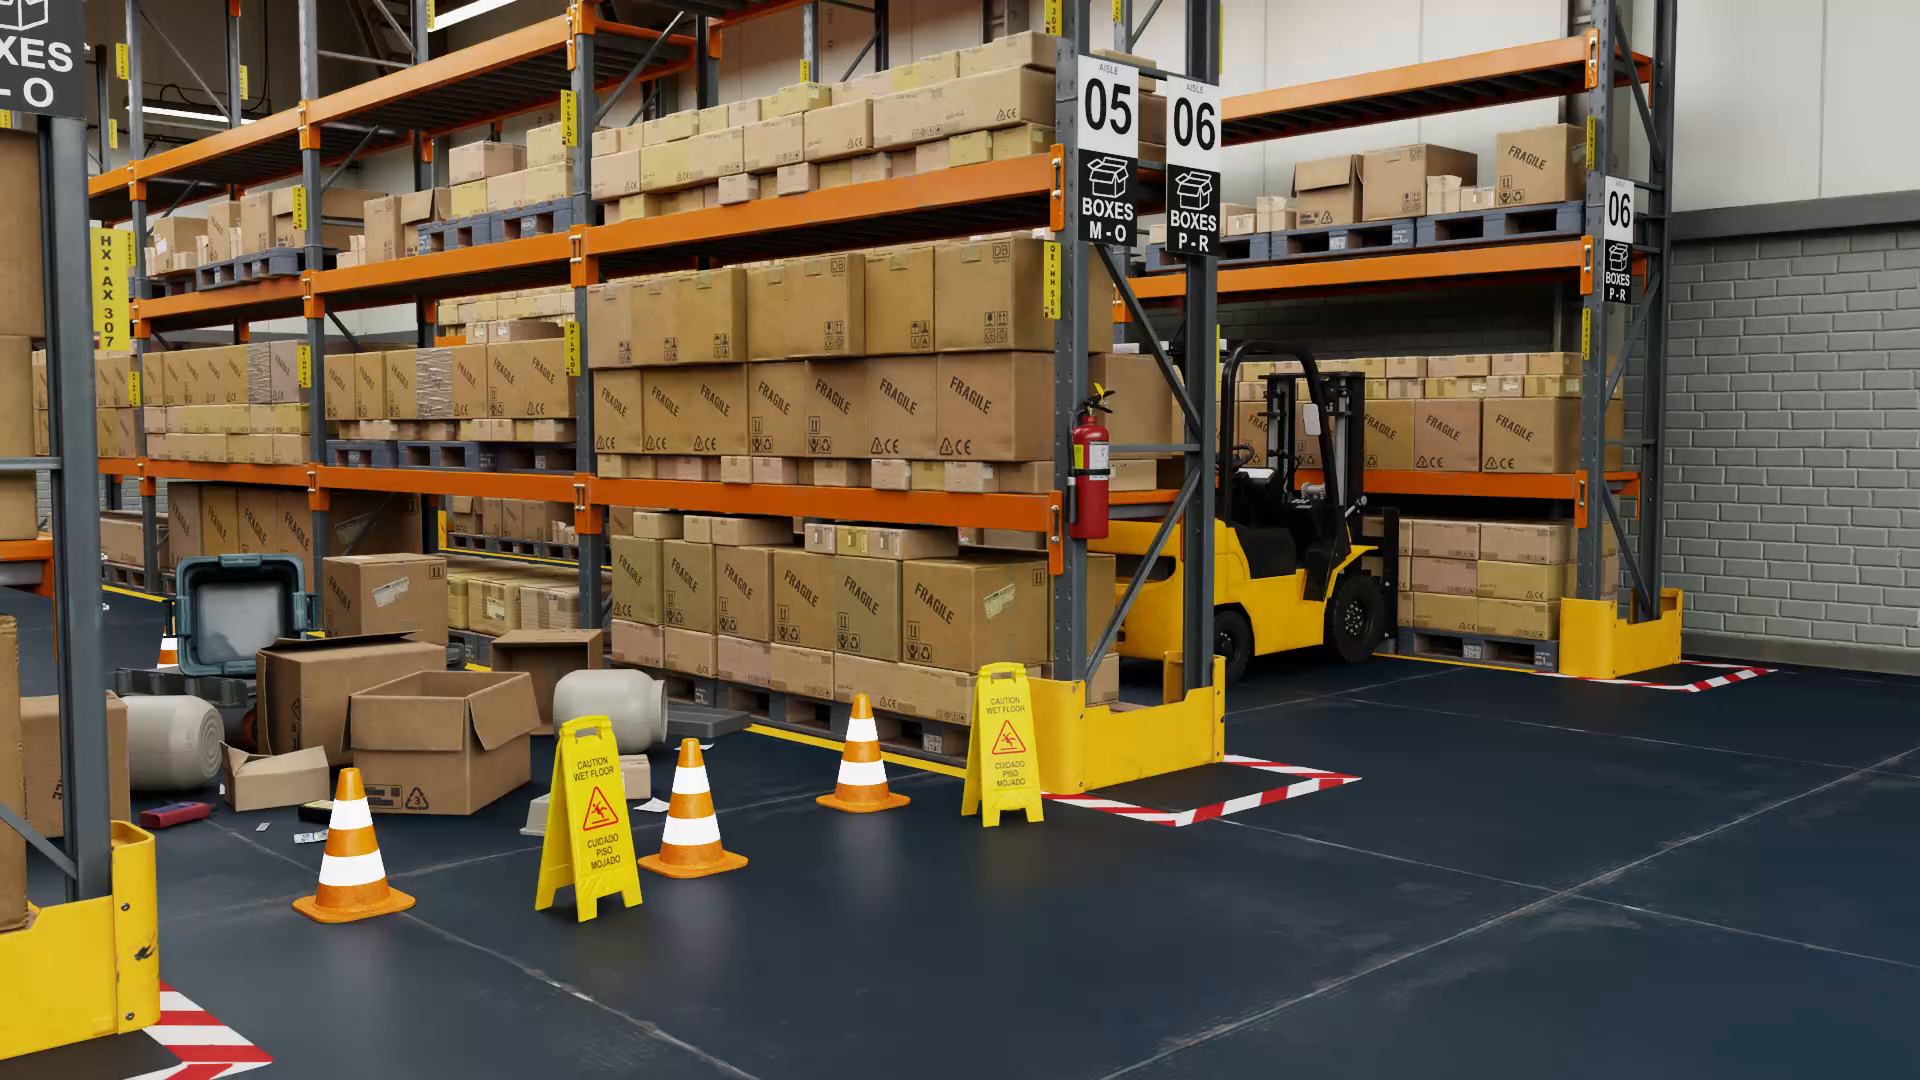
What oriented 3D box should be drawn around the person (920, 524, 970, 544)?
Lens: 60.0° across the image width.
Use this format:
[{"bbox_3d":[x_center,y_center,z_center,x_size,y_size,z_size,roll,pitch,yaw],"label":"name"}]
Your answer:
[{"bbox_3d":[-0.158,0.331,11.326,0.575,1.028,0.877,1,4,17],"label":"person"}]
